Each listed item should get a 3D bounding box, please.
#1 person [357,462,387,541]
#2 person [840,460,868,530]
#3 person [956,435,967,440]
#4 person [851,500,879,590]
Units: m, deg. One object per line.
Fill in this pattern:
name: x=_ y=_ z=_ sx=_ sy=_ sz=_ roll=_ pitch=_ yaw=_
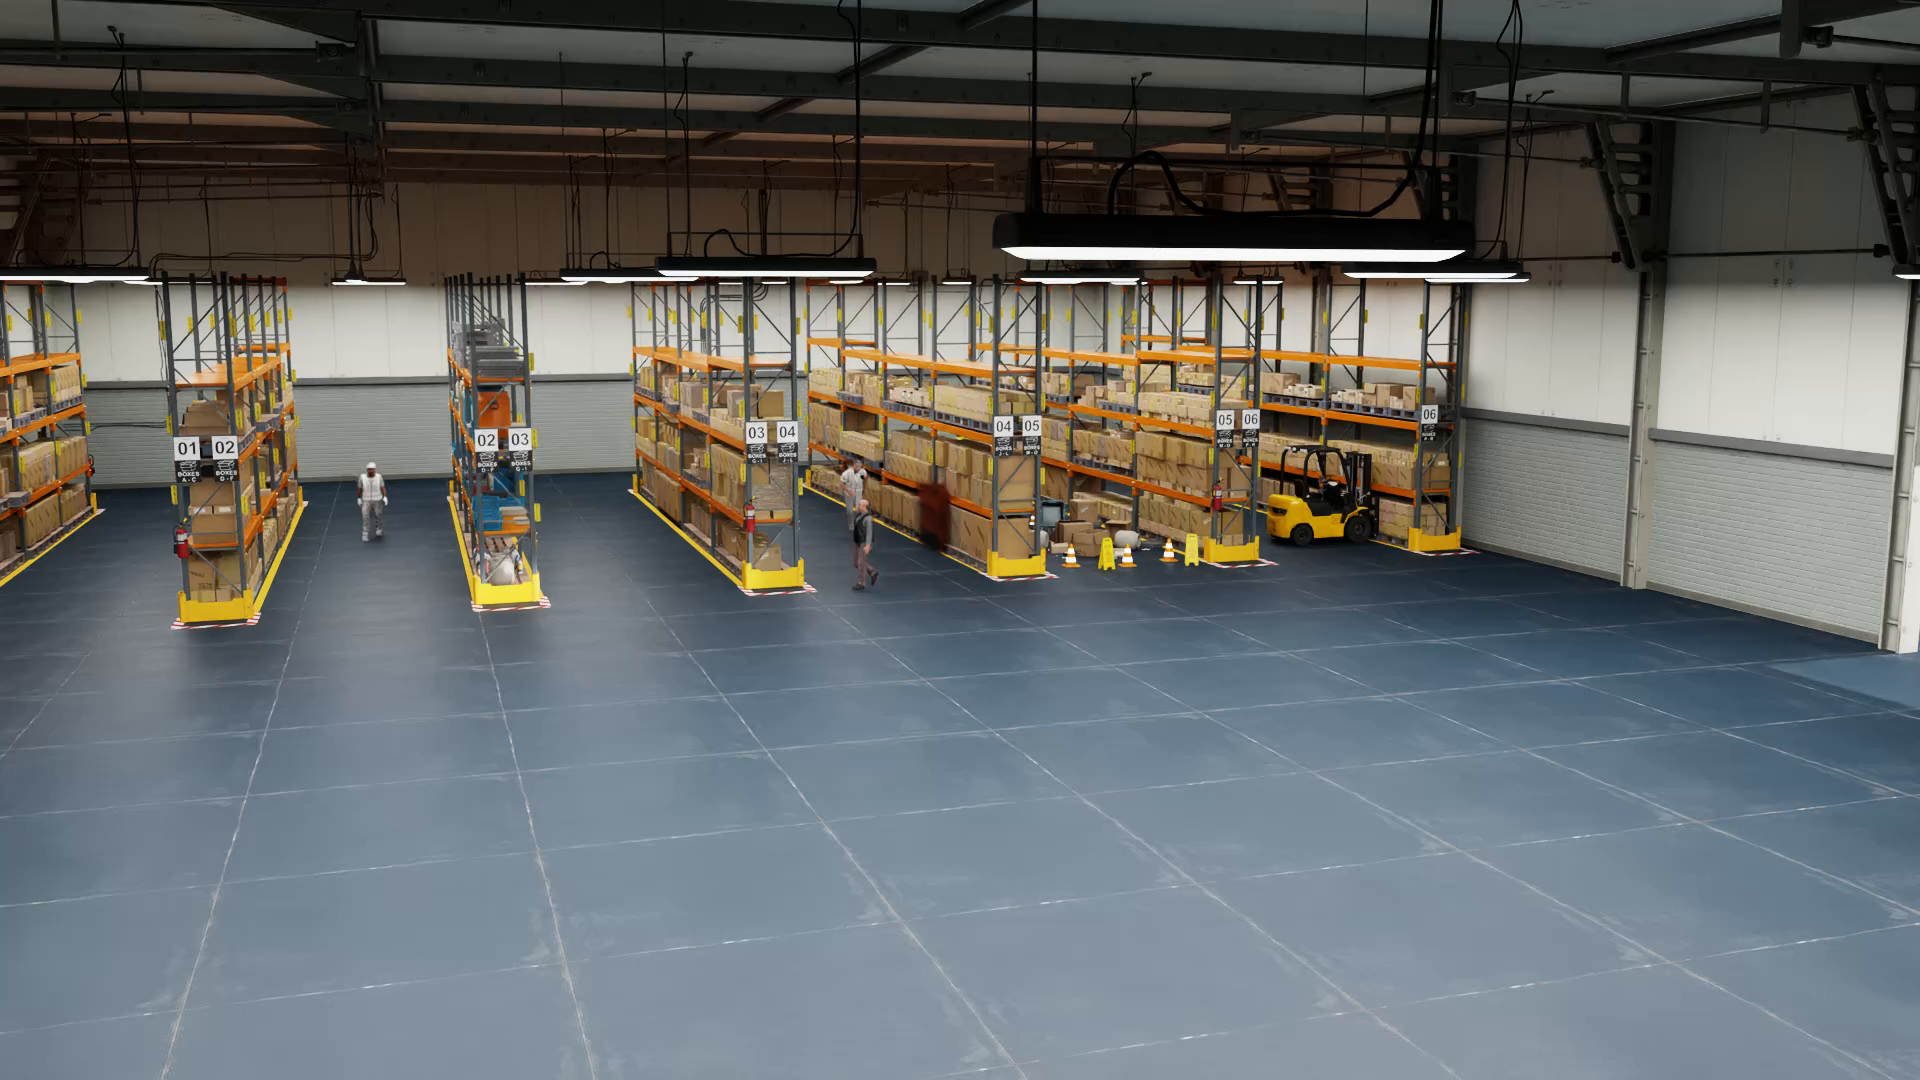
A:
person: x=-13.507 y=-0.910 z=38.187 sx=0.691 sy=1.751 sz=0.984 roll=-1 pitch=9 yaw=-9
person: x=-2.387 y=-1.010 z=37.483 sx=0.658 sy=1.664 sz=0.766 roll=-2 pitch=9 yaw=-10
person: x=0.035 y=-2.331 z=47.626 sx=0.612 sy=1.767 sz=0.462 roll=-8 pitch=12 yaw=-44
person: x=-1.839 y=0.076 z=31.878 sx=0.666 sy=1.713 sz=0.596 roll=-5 pitch=10 yaw=-28
